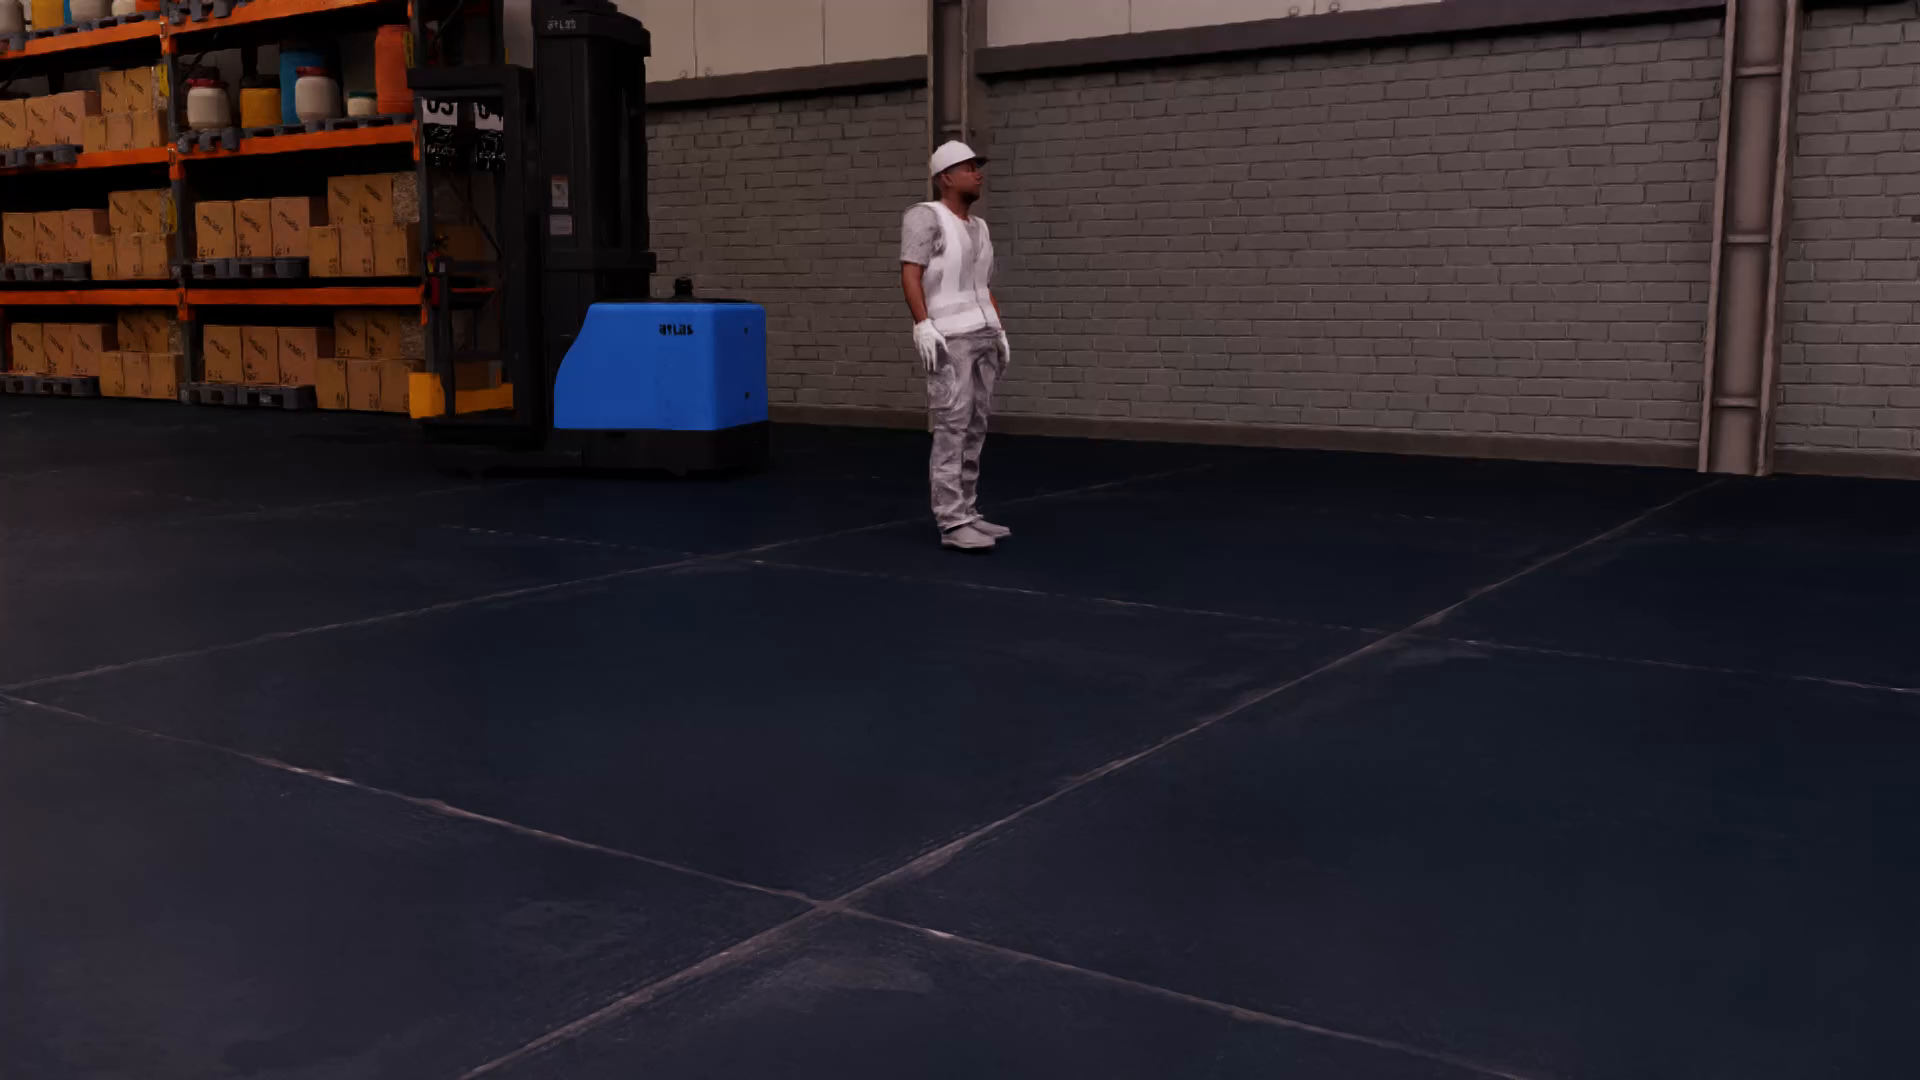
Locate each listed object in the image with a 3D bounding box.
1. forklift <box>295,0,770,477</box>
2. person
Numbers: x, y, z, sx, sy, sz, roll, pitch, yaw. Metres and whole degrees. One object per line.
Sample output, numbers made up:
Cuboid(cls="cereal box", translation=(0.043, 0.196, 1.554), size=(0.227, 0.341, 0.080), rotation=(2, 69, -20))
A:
Cuboid(cls="forklift", translation=(-2.827, -1.924, 10.720), size=(3.031, 2.935, 1.130), rotation=(2, 8, 14))
Cuboid(cls="person", translation=(0.055, -0.883, 7.431), size=(0.576, 1.782, 0.655), rotation=(5, 10, 34))
